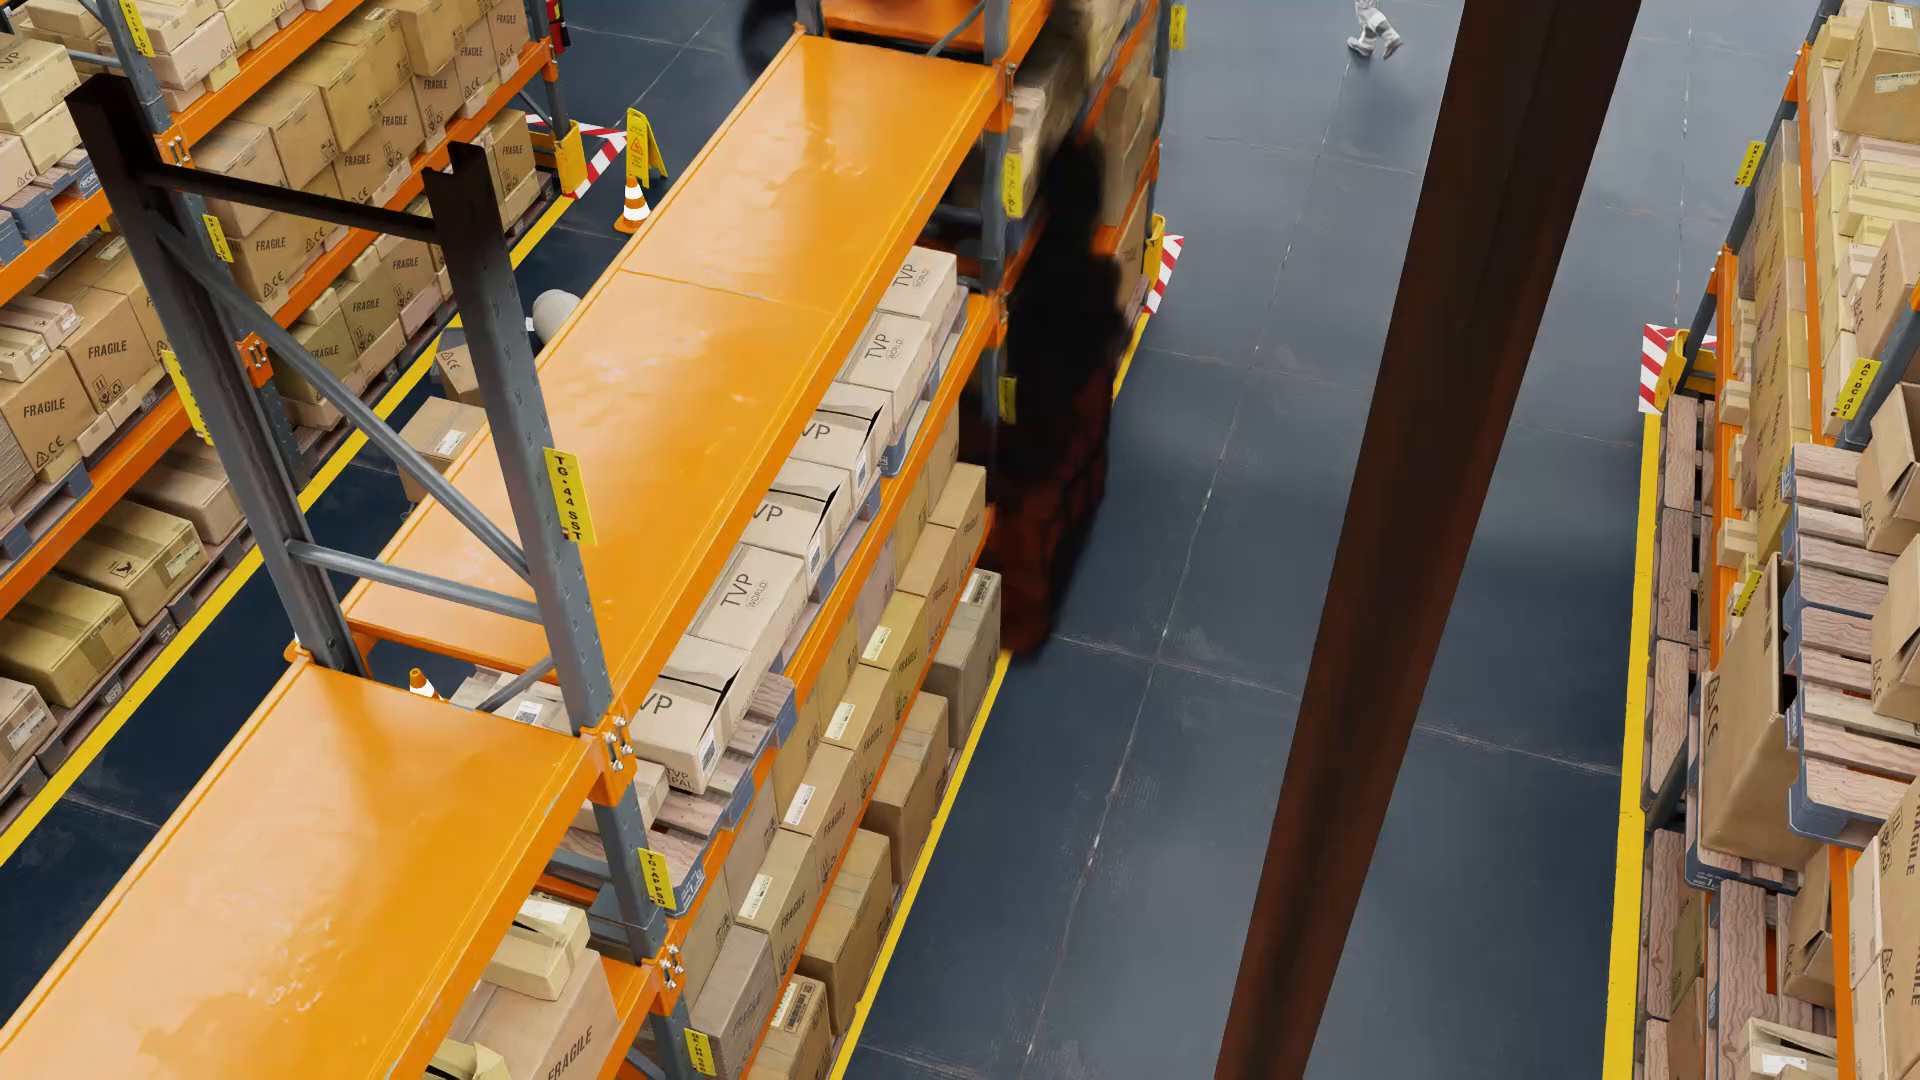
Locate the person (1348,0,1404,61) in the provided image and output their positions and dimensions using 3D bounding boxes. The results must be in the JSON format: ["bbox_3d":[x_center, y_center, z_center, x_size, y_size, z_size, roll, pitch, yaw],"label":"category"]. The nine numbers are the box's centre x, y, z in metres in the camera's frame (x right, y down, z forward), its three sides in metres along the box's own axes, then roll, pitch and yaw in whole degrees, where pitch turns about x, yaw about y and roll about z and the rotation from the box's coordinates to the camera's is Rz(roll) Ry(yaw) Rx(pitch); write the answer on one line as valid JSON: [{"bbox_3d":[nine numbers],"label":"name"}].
[{"bbox_3d":[3.858,-5.088,14.883,0.698,1.747,0.724,-25,51,-22],"label":"person"}]
